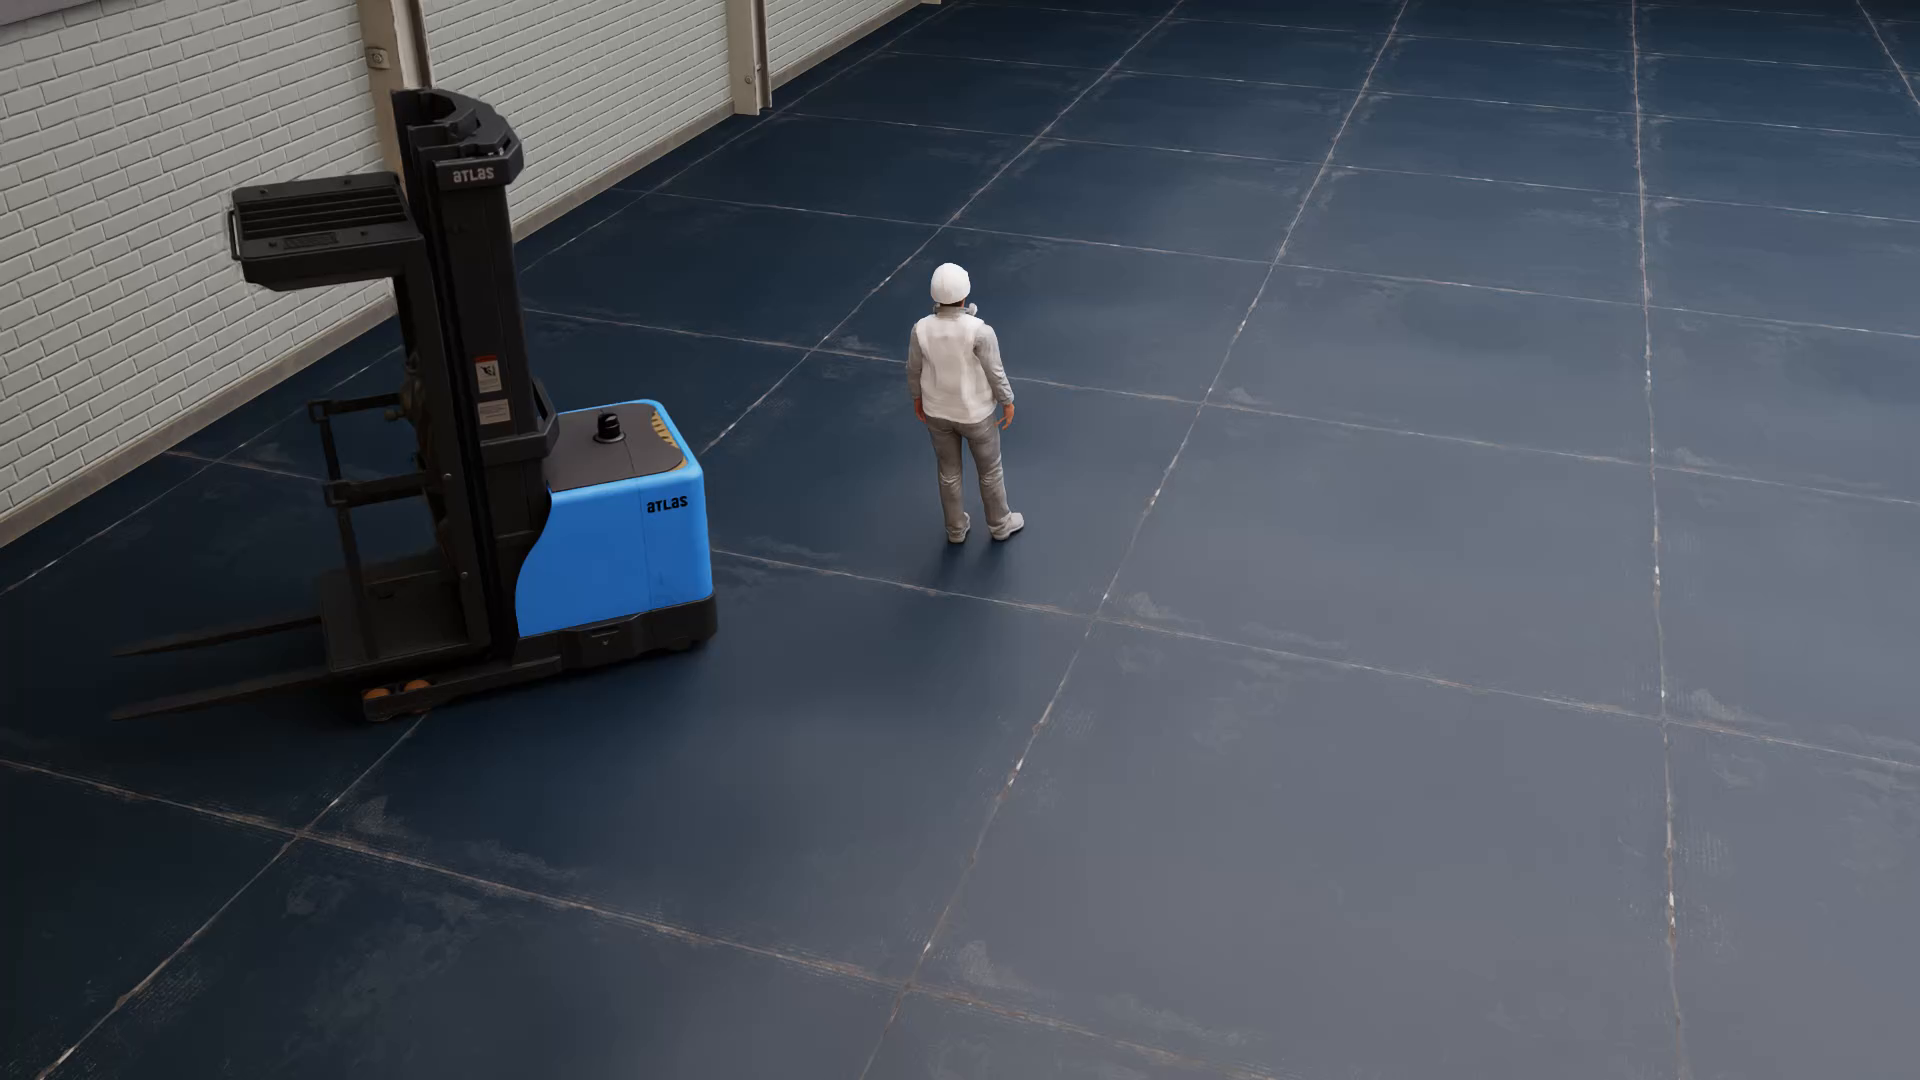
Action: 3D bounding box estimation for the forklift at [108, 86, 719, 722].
[{"bbox_3d":[-2.888,-0.645,8.269,3.031,2.935,1.130,-12,32,-20],"label":"forklift"}]

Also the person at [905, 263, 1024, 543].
[{"bbox_3d":[0.027,-0.805,9.703,0.634,1.775,0.566,10,31,16],"label":"person"}]
